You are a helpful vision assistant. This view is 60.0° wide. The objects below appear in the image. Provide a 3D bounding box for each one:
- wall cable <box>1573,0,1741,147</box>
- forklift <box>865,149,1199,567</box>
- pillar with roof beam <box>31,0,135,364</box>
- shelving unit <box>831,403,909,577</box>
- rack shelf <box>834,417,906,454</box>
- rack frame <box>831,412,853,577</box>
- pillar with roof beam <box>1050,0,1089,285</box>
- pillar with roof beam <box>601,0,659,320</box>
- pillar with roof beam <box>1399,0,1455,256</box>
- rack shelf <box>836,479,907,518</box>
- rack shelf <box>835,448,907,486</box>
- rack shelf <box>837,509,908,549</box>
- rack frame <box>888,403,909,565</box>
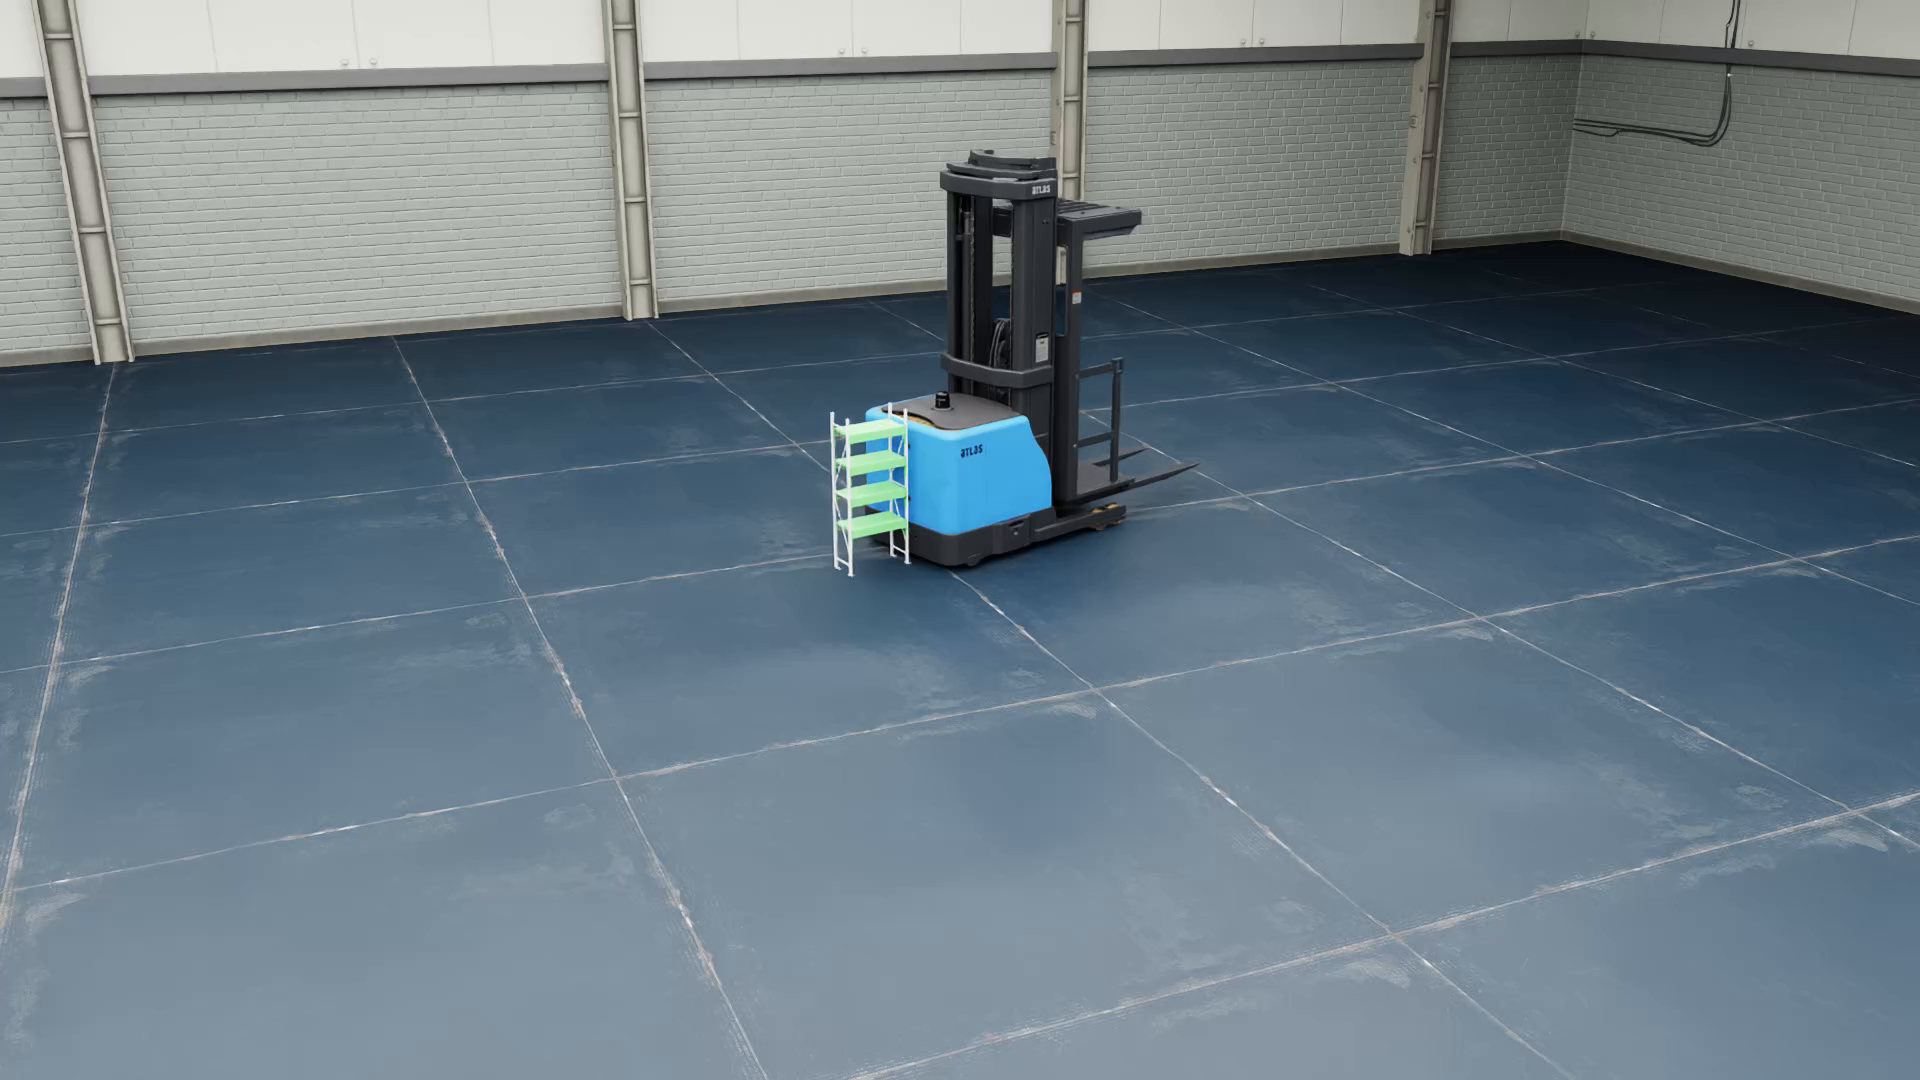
[{"bbox_3d":[10.205,-7.167,24.502,0.112,2.526,3.097,-8,21,-22],"label":"wall cable"},{"bbox_3d":[0.699,-1.574,13.080,3.031,2.935,1.130,-17,25,-39],"label":"forklift"},{"bbox_3d":[-7.846,-4.966,13.578,0.400,9.000,9.100,-8,21,-22],"label":"pillar with roof beam"},{"bbox_3d":[-0.660,-0.370,12.267,0.503,1.200,0.258,-12,23,-31],"label":"shelving unit"},{"bbox_3d":[-0.660,-0.763,12.129,0.480,0.148,0.258,-12,23,-31],"label":"rack shelf"},{"bbox_3d":[-0.864,-0.325,12.140,0.015,1.200,0.240,-12,23,-31],"label":"rack frame"},{"bbox_3d":[3.172,-6.545,18.061,0.400,9.000,9.100,-8,21,-22],"label":"pillar with roof beam"},{"bbox_3d":[-2.337,-5.756,15.819,0.400,9.000,9.100,-8,21,-22],"label":"pillar with roof beam"},{"bbox_3d":[8.682,-7.334,20.303,0.400,9.000,9.100,-8,21,-22],"label":"pillar with roof beam"},{"bbox_3d":[-0.660,-0.310,12.288,0.480,0.148,0.258,-12,23,-31],"label":"rack shelf"},{"bbox_3d":[-0.660,-0.536,12.209,0.480,0.148,0.258,-12,23,-31],"label":"rack shelf"},{"bbox_3d":[-0.660,-0.084,12.368,0.480,0.148,0.258,-12,23,-31],"label":"rack shelf"},{"bbox_3d":[-0.457,-0.415,12.394,0.015,1.200,0.240,-12,23,-31],"label":"rack frame"}]
